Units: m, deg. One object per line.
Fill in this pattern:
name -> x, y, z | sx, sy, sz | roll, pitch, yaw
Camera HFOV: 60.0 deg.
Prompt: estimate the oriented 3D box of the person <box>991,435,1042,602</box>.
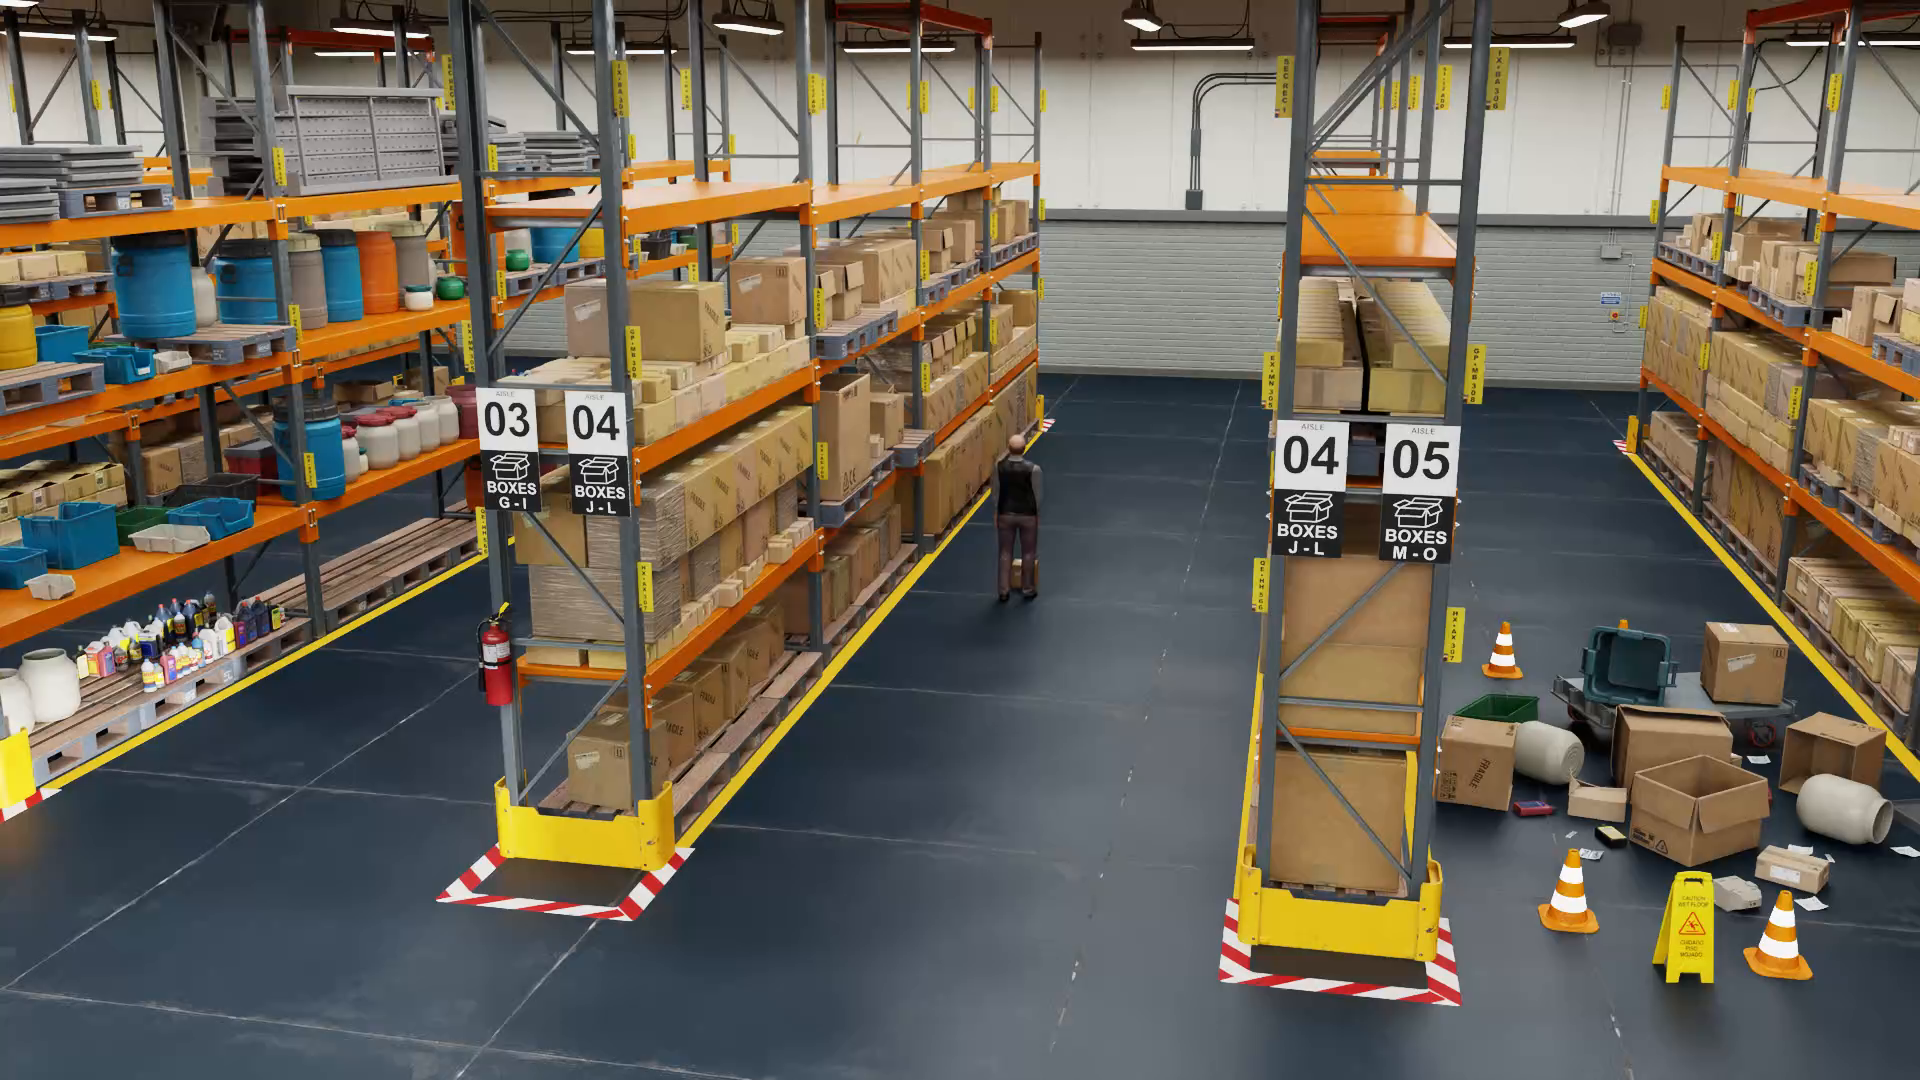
person -> 0.577, -0.215, 16.972 | 0.532, 1.754, 0.364 | 3, 15, 12
